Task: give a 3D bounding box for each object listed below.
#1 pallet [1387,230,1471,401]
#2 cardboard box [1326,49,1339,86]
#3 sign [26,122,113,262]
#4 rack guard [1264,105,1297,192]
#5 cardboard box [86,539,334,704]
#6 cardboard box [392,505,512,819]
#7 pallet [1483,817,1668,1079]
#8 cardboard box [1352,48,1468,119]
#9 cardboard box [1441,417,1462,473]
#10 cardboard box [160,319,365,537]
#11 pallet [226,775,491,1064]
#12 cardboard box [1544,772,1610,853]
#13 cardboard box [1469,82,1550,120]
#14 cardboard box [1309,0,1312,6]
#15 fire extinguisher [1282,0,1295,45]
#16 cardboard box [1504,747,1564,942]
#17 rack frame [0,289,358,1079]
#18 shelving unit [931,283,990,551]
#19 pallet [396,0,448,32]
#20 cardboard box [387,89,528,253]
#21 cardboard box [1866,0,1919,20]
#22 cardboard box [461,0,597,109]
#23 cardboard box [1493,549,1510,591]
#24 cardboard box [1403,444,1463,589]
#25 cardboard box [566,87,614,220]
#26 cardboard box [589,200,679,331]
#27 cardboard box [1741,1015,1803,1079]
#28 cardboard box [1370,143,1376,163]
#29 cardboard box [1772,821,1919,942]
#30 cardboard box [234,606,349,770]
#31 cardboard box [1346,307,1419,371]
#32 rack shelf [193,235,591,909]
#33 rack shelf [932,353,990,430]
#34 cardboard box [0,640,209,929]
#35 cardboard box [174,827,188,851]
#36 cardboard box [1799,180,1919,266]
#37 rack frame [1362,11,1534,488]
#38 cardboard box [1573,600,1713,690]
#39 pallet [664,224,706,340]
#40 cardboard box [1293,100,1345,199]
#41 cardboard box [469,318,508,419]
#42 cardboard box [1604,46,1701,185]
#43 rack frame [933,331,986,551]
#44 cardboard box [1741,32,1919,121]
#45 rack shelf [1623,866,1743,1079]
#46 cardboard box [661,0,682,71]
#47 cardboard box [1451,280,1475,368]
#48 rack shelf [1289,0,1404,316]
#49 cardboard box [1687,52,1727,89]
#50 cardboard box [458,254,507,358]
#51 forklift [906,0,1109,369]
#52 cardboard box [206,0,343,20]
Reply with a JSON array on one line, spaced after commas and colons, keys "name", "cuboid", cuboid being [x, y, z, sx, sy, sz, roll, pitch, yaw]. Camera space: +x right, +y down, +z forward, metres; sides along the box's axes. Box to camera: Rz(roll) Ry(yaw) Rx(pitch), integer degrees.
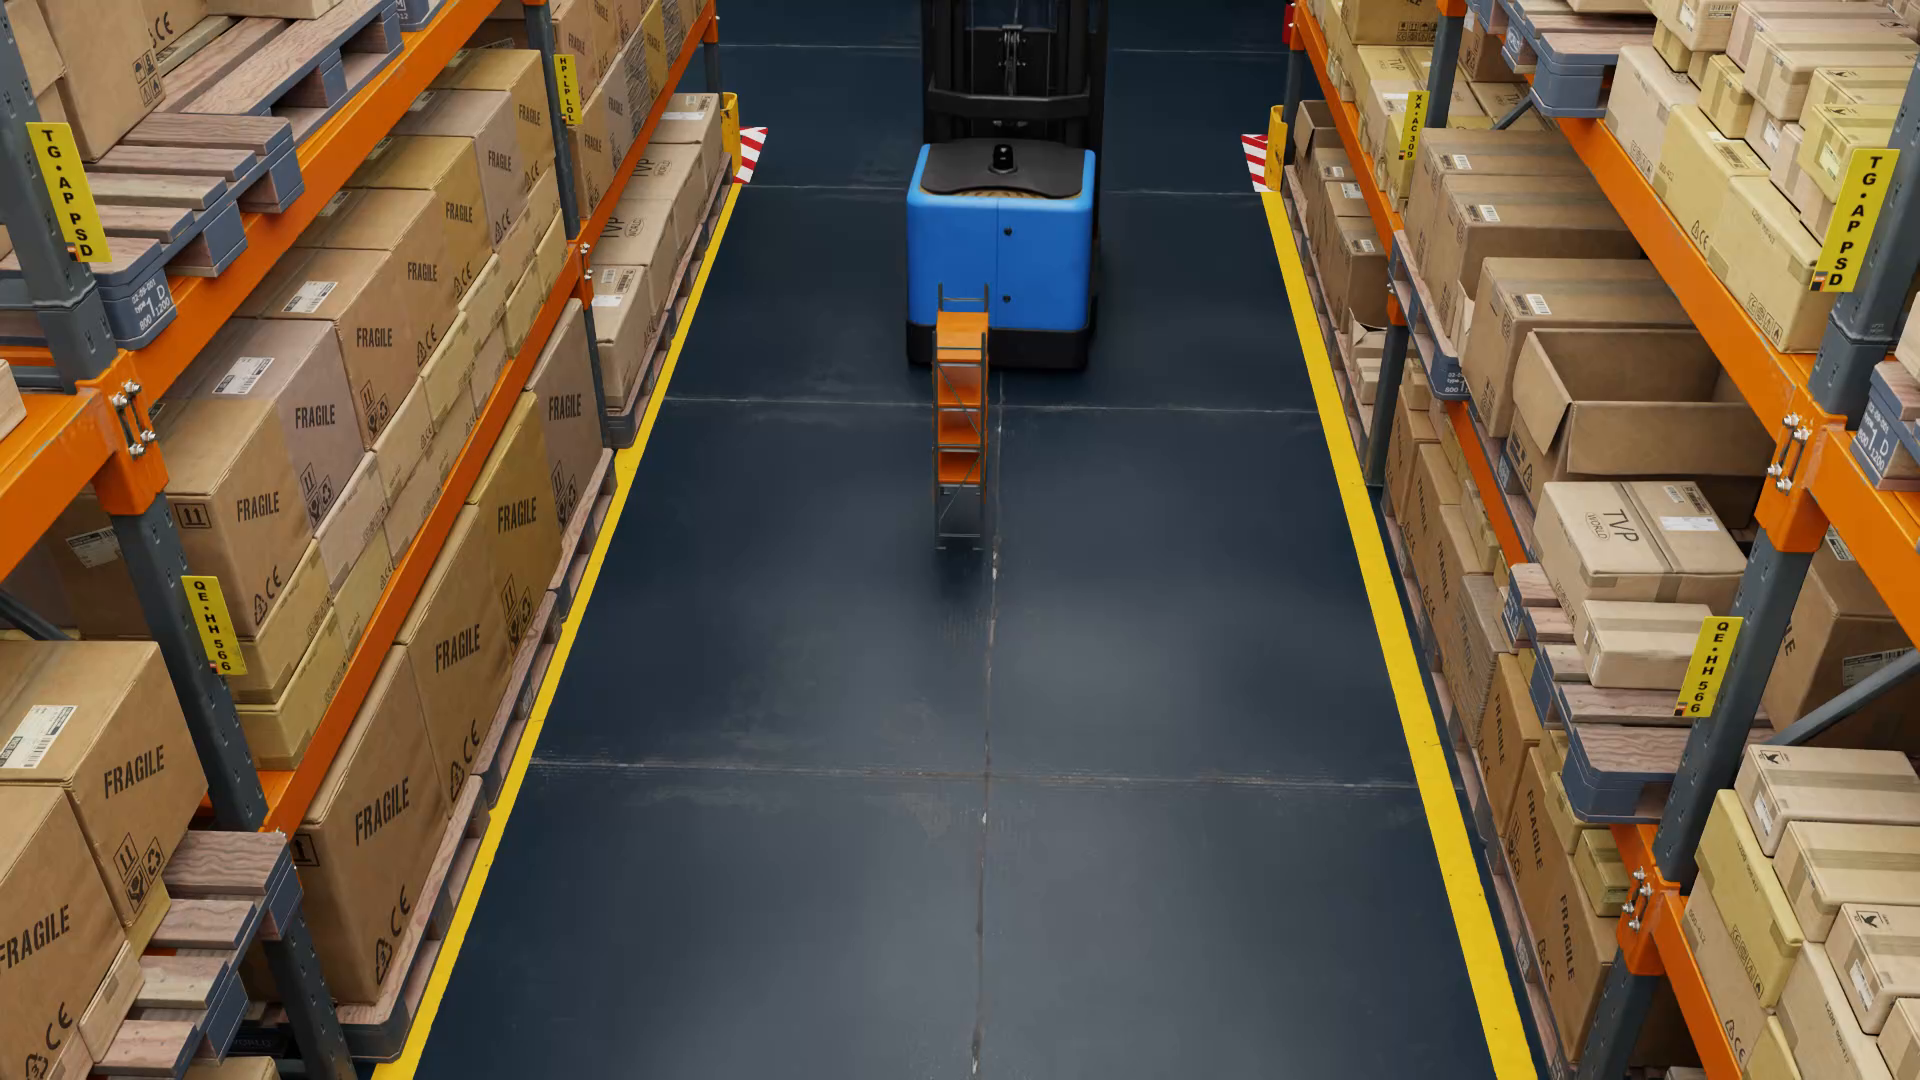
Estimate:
[{"name": "pallet", "cuboid": [2.471, -0.989, 7.215, 1.003, 0.211, 1.213, 1, 35, 2]}, {"name": "cardboard box", "cuboid": [2.384, -2.798, 9.840, 0.380, 0.149, 0.250, 0, 35, 1]}, {"name": "sign", "cuboid": [-1.966, -0.763, 3.669, 0.100, 0.325, 0.005, 1, 35, 2]}, {"name": "rack guard", "cuboid": [2.770, -2.755, 11.736, 1.175, 0.500, 0.348, 1, 35, 2]}, {"name": "cardboard box", "cuboid": [-2.241, 0.233, 5.005, 0.500, 0.250, 0.500, 1, 35, 2]}, {"name": "cardboard box", "cuboid": [-2.357, 0.452, 6.481, 0.875, 0.875, 0.875, 2, 35, 2]}, {"name": "pallet", "cuboid": [2.519, 1.487, 5.950, 1.003, 0.211, 1.213, 1, 35, 2]}, {"name": "cardboard box", "cuboid": [2.428, -2.457, 9.009, 0.500, 0.250, 0.500, 1, 35, 2]}, {"name": "cardboard box", "cuboid": [2.399, -0.430, 7.497, 0.380, 0.149, 0.250, 0, 35, -1]}, {"name": "cardboard box", "cuboid": [-2.234, -0.351, 5.184, 0.500, 0.500, 0.500, 1, 35, 2]}, {"name": "pallet", "cuboid": [-2.401, 1.352, 6.143, 1.003, 0.211, 1.213, 1, 35, 2]}, {"name": "cardboard box", "cuboid": [2.198, 0.913, 5.587, 0.380, 0.149, 0.250, 0, 35, -1]}, {"name": "cardboard box", "cuboid": [2.915, -2.151, 8.573, 0.500, 0.250, 0.500, 1, 35, 1]}, {"name": "cardboard box", "cuboid": [2.486, -3.628, 10.675, 0.500, 0.250, 0.500, 2, 35, 2]}, {"name": "fire extinguisher", "cuboid": [2.317, -3.733, 11.344, 0.296, 0.674, 0.183, 1, 35, 2]}, {"name": "cardboard box", "cuboid": [2.284, 1.090, 5.899, 0.500, 0.500, 0.500, 1, 35, 1]}, {"name": "rack frame", "cuboid": [-2.508, 0.662, 4.699, 1.000, 3.000, 0.127, 1, 35, 2]}, {"name": "shelving unit", "cuboid": [0.007, -0.586, 8.040, 0.258, 1.200, 0.503, 1, 35, 2]}, {"name": "pallet", "cuboid": [-2.335, -2.257, 6.411, 0.805, 0.209, 1.217, 0, 35, 0]}, {"name": "cardboard box", "cuboid": [-2.128, -1.526, 6.856, 0.500, 0.500, 0.500, 2, 35, 3]}, {"name": "cardboard box", "cuboid": [2.774, -1.467, 4.646, 0.380, 0.149, 0.250, 1, 35, 2]}, {"name": "cardboard box", "cuboid": [-2.086, -2.354, 8.034, 0.500, 0.500, 0.500, 2, 35, 2]}, {"name": "cardboard box", "cuboid": [2.360, 0.169, 6.645, 0.380, 0.149, 0.250, 1, 35, 2]}, {"name": "cardboard box", "cuboid": [2.356, -0.094, 7.584, 0.500, 0.500, 0.500, 1, 35, 1]}, {"name": "cardboard box", "cuboid": [-2.067, -1.941, 8.316, 0.500, 0.500, 0.500, 2, 35, 3]}, {"name": "cardboard box", "cuboid": [-2.180, -1.632, 9.827, 0.875, 0.438, 0.875, 0, 35, 0]}, {"name": "cardboard box", "cuboid": [2.164, 1.374, 3.817, 0.500, 0.250, 0.500, 1, 35, 1]}, {"name": "cardboard box", "cuboid": [2.385, -2.060, 8.791, 0.380, 0.149, 0.250, 2, 35, 3]}, {"name": "cardboard box", "cuboid": [2.135, 0.798, 3.855, 0.380, 0.149, 0.250, 2, 35, 3]}, {"name": "cardboard box", "cuboid": [-2.237, 0.448, 5.134, 0.500, 0.250, 0.500, 1, 35, 1]}, {"name": "cardboard box", "cuboid": [2.356, -1.109, 9.232, 0.396, 0.266, 0.258, 3, 35, 4]}, {"name": "rack shelf", "cuboid": [-2.428, -0.193, 6.541, 1.077, 0.370, 4.000, 1, 35, 2]}, {"name": "rack shelf", "cuboid": [0.007, -0.714, 7.950, 0.258, 0.148, 0.480, 1, 35, 2]}, {"name": "cardboard box", "cuboid": [-2.249, 0.595, 4.084, 0.500, 0.500, 0.500, 0, 35, 1]}, {"name": "cardboard box", "cuboid": [-2.286, 0.787, 4.375, 0.380, 0.149, 0.250, 3, 35, 4]}, {"name": "cardboard box", "cuboid": [2.225, -0.764, 3.903, 0.380, 0.149, 0.250, 2, 35, 3]}, {"name": "rack frame", "cuboid": [2.612, -1.524, 7.809, 1.000, 3.000, 0.127, 1, 35, 2]}, {"name": "cardboard box", "cuboid": [2.095, 0.319, 5.040, 0.380, 0.149, 0.250, 2, 35, 3]}, {"name": "pallet", "cuboid": [-2.193, -1.633, 10.390, 1.003, 0.211, 1.213, 1, 35, 2]}, {"name": "cardboard box", "cuboid": [2.654, -2.623, 11.179, 0.797, 0.503, 0.637, 0, 35, 0]}, {"name": "cardboard box", "cuboid": [-2.175, -0.729, 6.809, 0.500, 0.250, 0.500, 0, 35, 1]}, {"name": "cardboard box", "cuboid": [2.269, -1.268, 4.968, 0.500, 0.250, 0.500, 1, 35, 2]}, {"name": "rack frame", "cuboid": [-0.003, -0.446, 7.841, 0.240, 1.200, 0.015, 1, 35, 2]}, {"name": "cardboard box", "cuboid": [2.246, -1.183, 4.241, 0.380, 0.149, 0.250, 0, 35, 0]}, {"name": "rack shelf", "cuboid": [2.371, 2.218, 3.111, 1.077, 0.370, 4.000, 1, 35, 2]}, {"name": "cardboard box", "cuboid": [-1.988, -3.108, 9.977, 0.500, 0.500, 0.500, 2, 35, 3]}, {"name": "cardboard box", "cuboid": [2.173, -0.851, 6.604, 0.396, 0.266, 0.258, 3, 35, 4]}, {"name": "rack shelf", "cuboid": [2.693, -2.378, 9.651, 1.077, 0.370, 4.000, 1, 35, 2]}, {"name": "cardboard box", "cuboid": [2.317, -1.349, 4.735, 0.380, 0.149, 0.250, 2, 35, 2]}, {"name": "cardboard box", "cuboid": [-2.150, -0.935, 6.668, 0.500, 0.250, 0.500, 2, 35, 3]}, {"name": "forklift", "cuboid": [0.342, -3.008, 9.981, 1.130, 2.935, 3.031, 3, 35, 4]}, {"name": "cardboard box", "cuboid": [-2.274, -1.850, 5.503, 0.380, 0.166, 0.250, 4, 35, 6]}]
